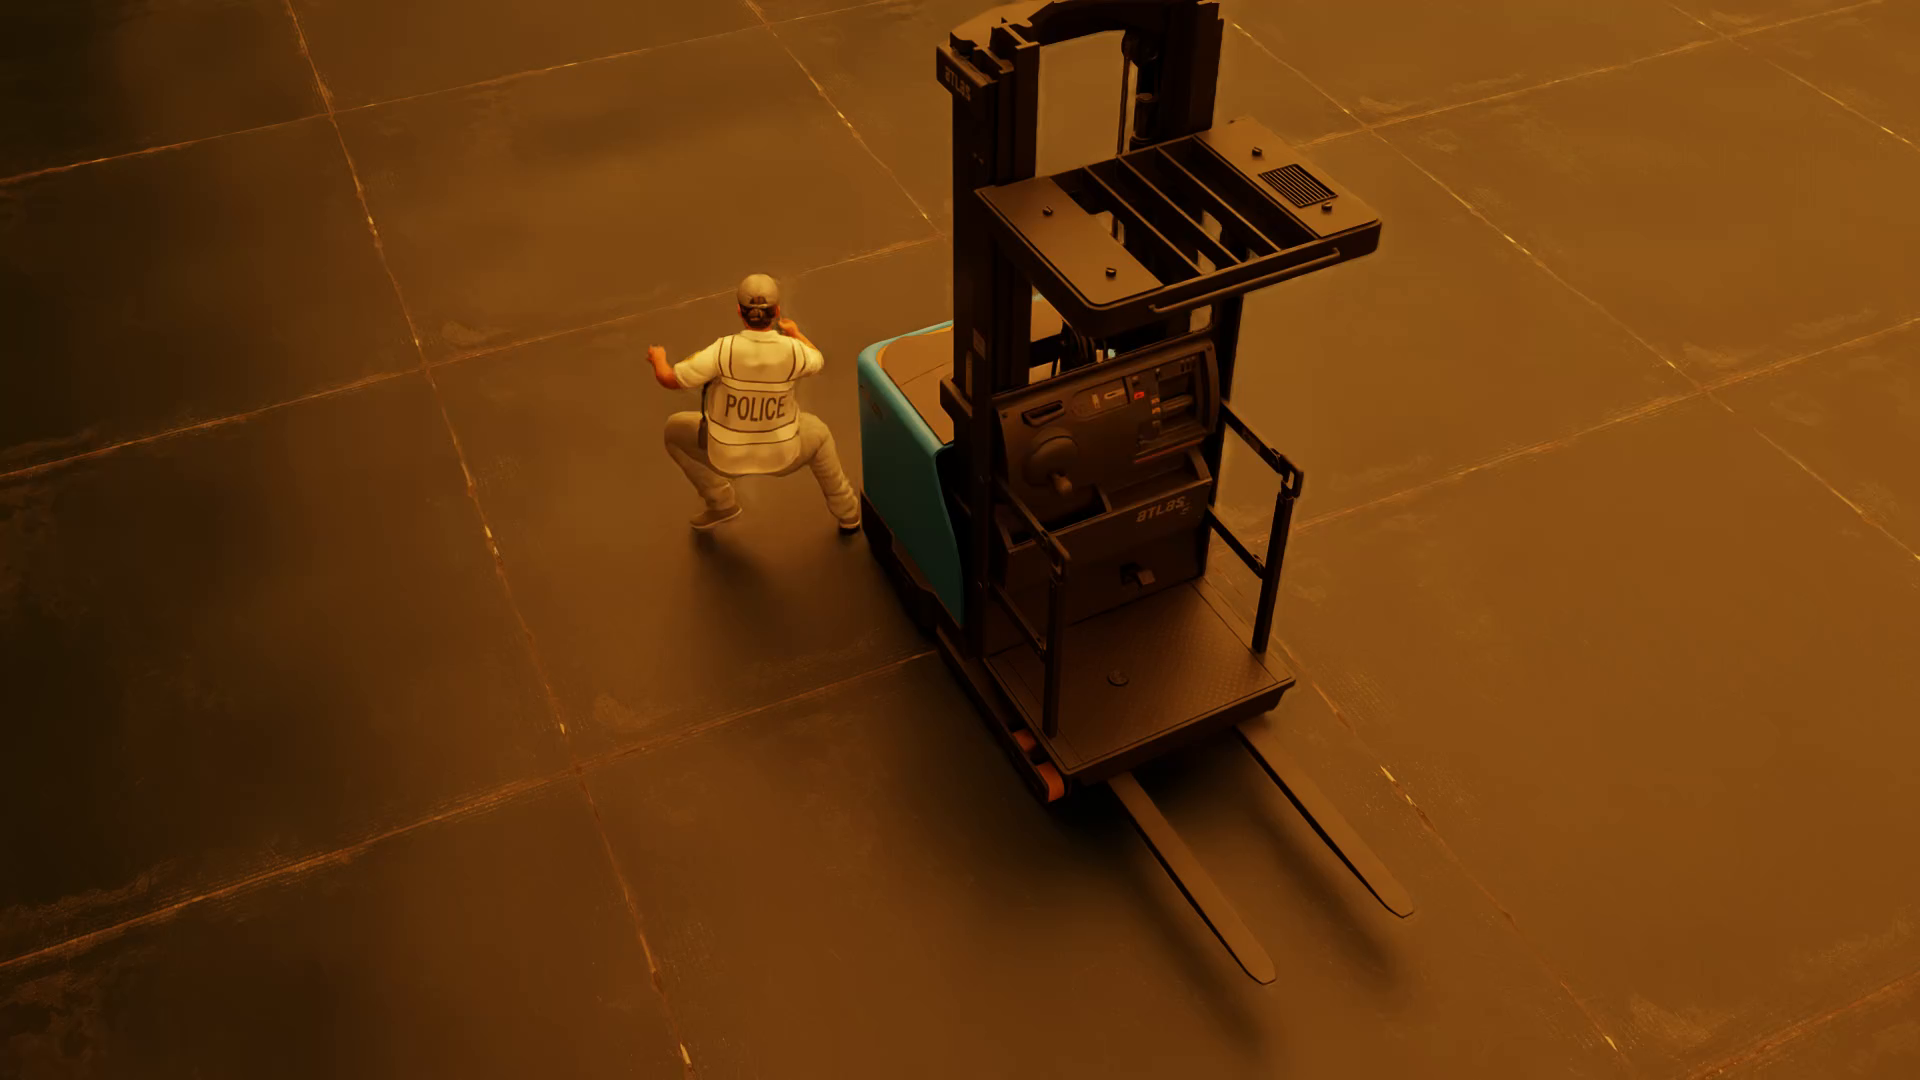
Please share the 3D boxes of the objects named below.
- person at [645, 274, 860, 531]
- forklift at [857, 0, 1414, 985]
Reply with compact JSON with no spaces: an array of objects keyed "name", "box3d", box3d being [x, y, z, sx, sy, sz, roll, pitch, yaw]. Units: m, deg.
[{"name":"person","box3d":[-0.917,-0.593,7.427,0.897,1.487,0.753,-8,44,-8]},{"name":"forklift","box3d":[0.665,-0.369,6.075,1.130,2.935,3.031,-19,46,-20]}]
